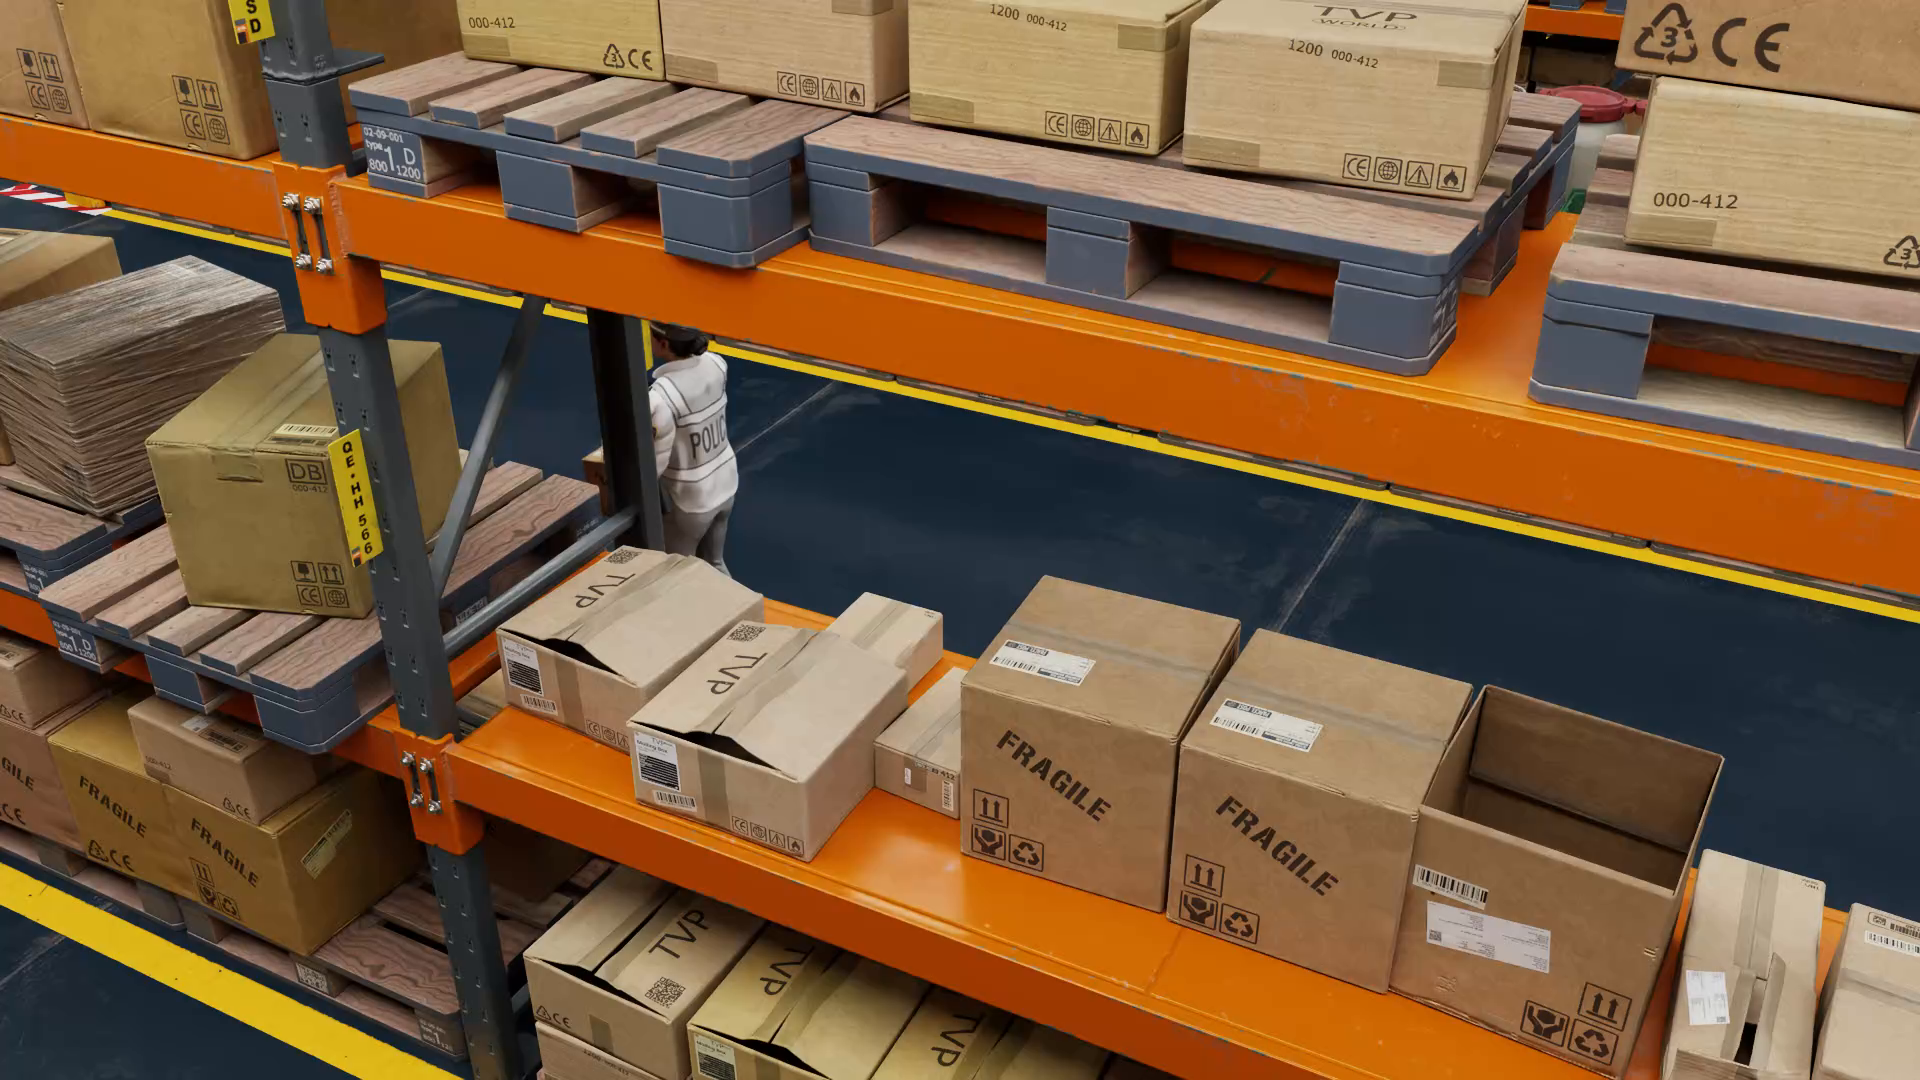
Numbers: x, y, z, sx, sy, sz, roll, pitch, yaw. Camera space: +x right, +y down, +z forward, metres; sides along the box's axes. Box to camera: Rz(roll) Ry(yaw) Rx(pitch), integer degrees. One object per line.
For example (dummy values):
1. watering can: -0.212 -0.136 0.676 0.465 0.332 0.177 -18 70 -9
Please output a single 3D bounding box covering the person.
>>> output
1. person: -1.072 -0.152 6.388 0.412 1.663 0.517 13 33 21
